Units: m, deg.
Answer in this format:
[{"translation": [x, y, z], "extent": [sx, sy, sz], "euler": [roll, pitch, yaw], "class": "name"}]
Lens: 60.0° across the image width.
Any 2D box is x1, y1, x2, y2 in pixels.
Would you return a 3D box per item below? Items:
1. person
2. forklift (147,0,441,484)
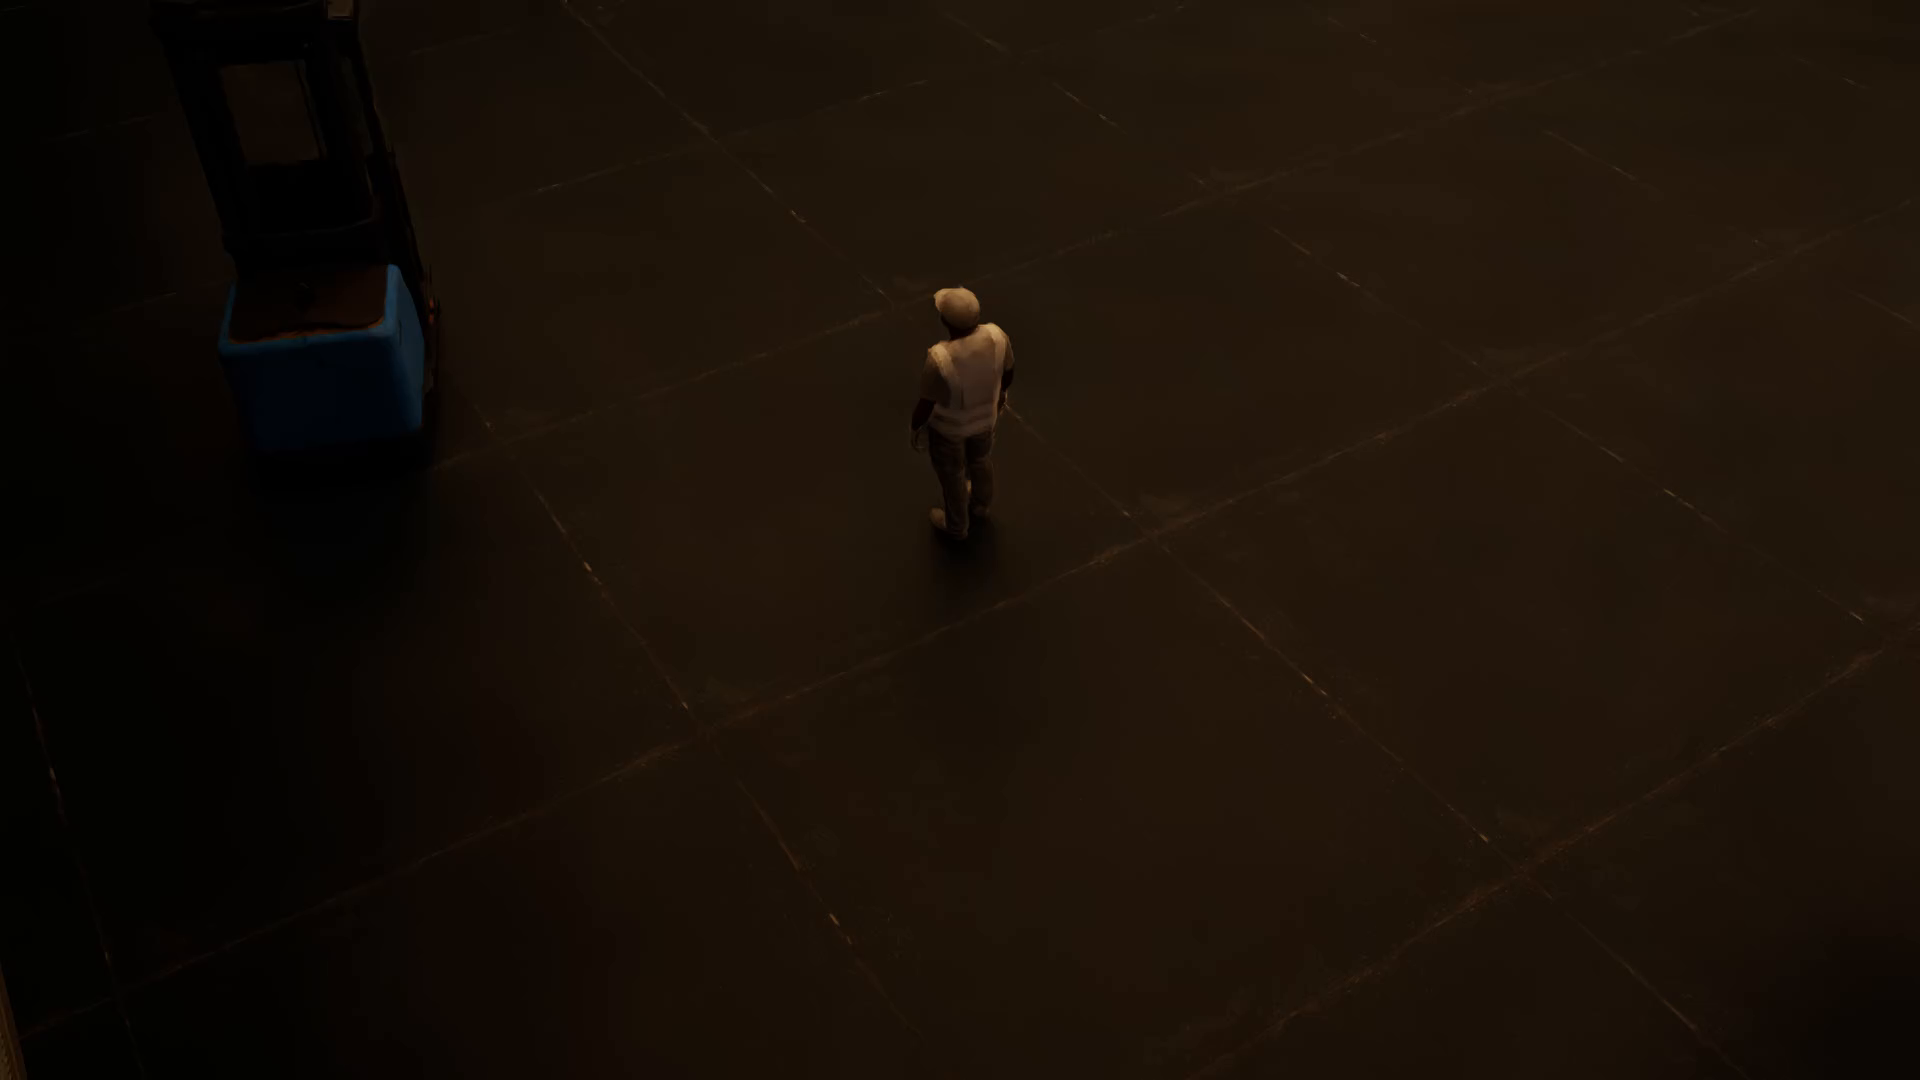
[{"translation": [-0.032, -0.749, 9.530], "extent": [0.655, 1.782, 0.576], "euler": [-23, 46, -24], "class": "person"}, {"translation": [-4.194, -2.430, 10.652], "extent": [1.130, 2.935, 3.031], "euler": [-8, 42, -9], "class": "forklift"}]
